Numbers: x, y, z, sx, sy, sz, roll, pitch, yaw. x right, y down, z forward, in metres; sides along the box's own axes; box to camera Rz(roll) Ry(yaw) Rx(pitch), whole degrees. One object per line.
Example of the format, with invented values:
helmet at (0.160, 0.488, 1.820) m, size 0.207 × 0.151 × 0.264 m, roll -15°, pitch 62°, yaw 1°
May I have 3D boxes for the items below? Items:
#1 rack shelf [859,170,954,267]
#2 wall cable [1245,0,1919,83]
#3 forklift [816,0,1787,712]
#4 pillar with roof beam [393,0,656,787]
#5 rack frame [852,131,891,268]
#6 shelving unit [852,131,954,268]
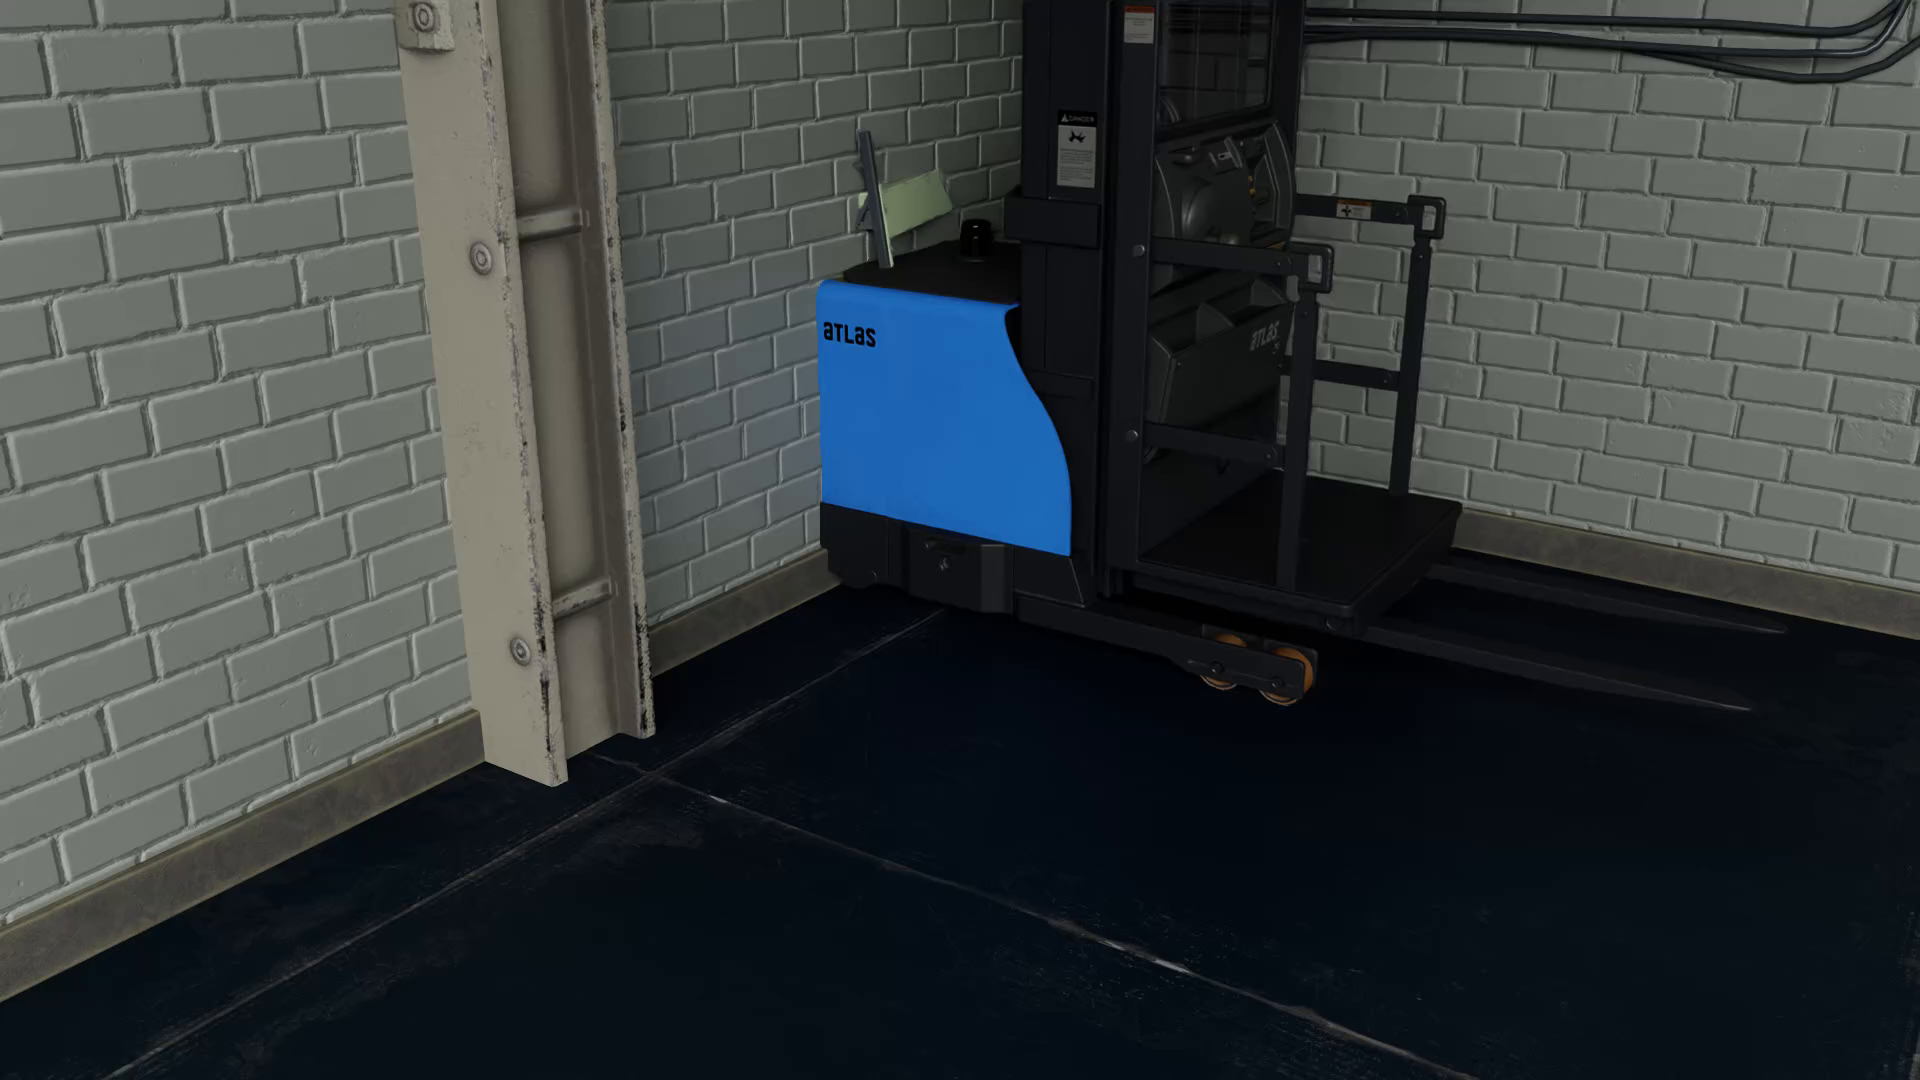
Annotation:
rack shelf at (-0.284, -1.127, 5.935) m, size 0.431 × 0.370 × 0.720 m, roll 1°, pitch 21°, yaw 25°
wall cable at (1.643, -2.774, 5.268) m, size 3.097 × 2.526 × 0.112 m, roll 13°, pitch 24°, yaw 32°
forklift at (0.997, -1.095, 5.000) m, size 3.031 × 2.935 × 1.130 m, roll 12°, pitch 24°, yaw 30°
pillar with roof beam at (2.453, -2.803, 0.872) m, size 9.100 × 9.000 × 0.400 m, roll 13°, pitch 24°, yaw 32°
rack frame at (-0.374, -0.633, 5.749) m, size 0.400 × 1.500 × 0.023 m, roll 1°, pitch 21°, yaw 25°
shelving unit at (-0.229, -0.761, 6.060) m, size 0.431 × 1.500 × 0.755 m, roll 1°, pitch 21°, yaw 25°
